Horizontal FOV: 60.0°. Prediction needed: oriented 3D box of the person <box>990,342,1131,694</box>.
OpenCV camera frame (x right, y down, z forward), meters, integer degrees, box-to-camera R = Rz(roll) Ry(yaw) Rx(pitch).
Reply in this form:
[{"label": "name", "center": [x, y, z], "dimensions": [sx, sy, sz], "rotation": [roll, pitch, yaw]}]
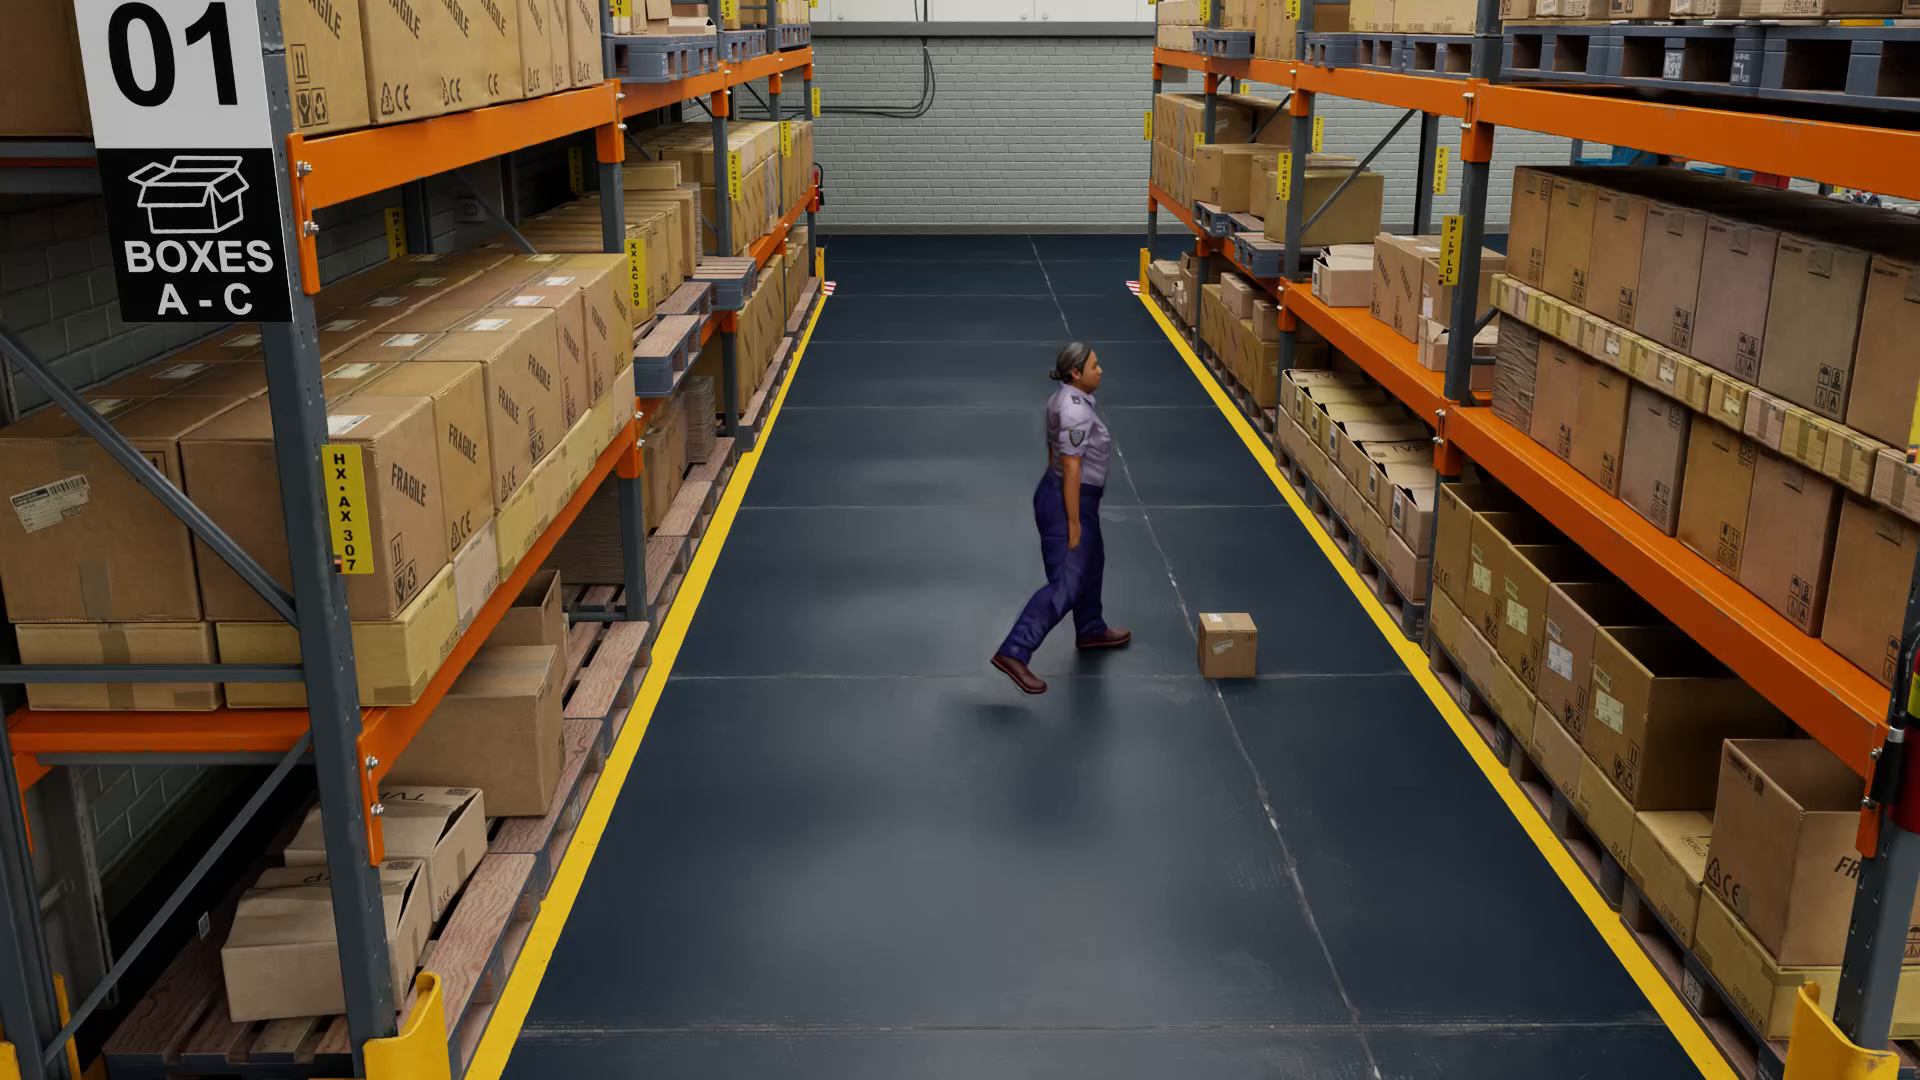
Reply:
[{"label": "person", "center": [0.517, -0.130, 7.993], "dimensions": [0.788, 1.616, 0.846], "rotation": [-1, 17, -4]}]
